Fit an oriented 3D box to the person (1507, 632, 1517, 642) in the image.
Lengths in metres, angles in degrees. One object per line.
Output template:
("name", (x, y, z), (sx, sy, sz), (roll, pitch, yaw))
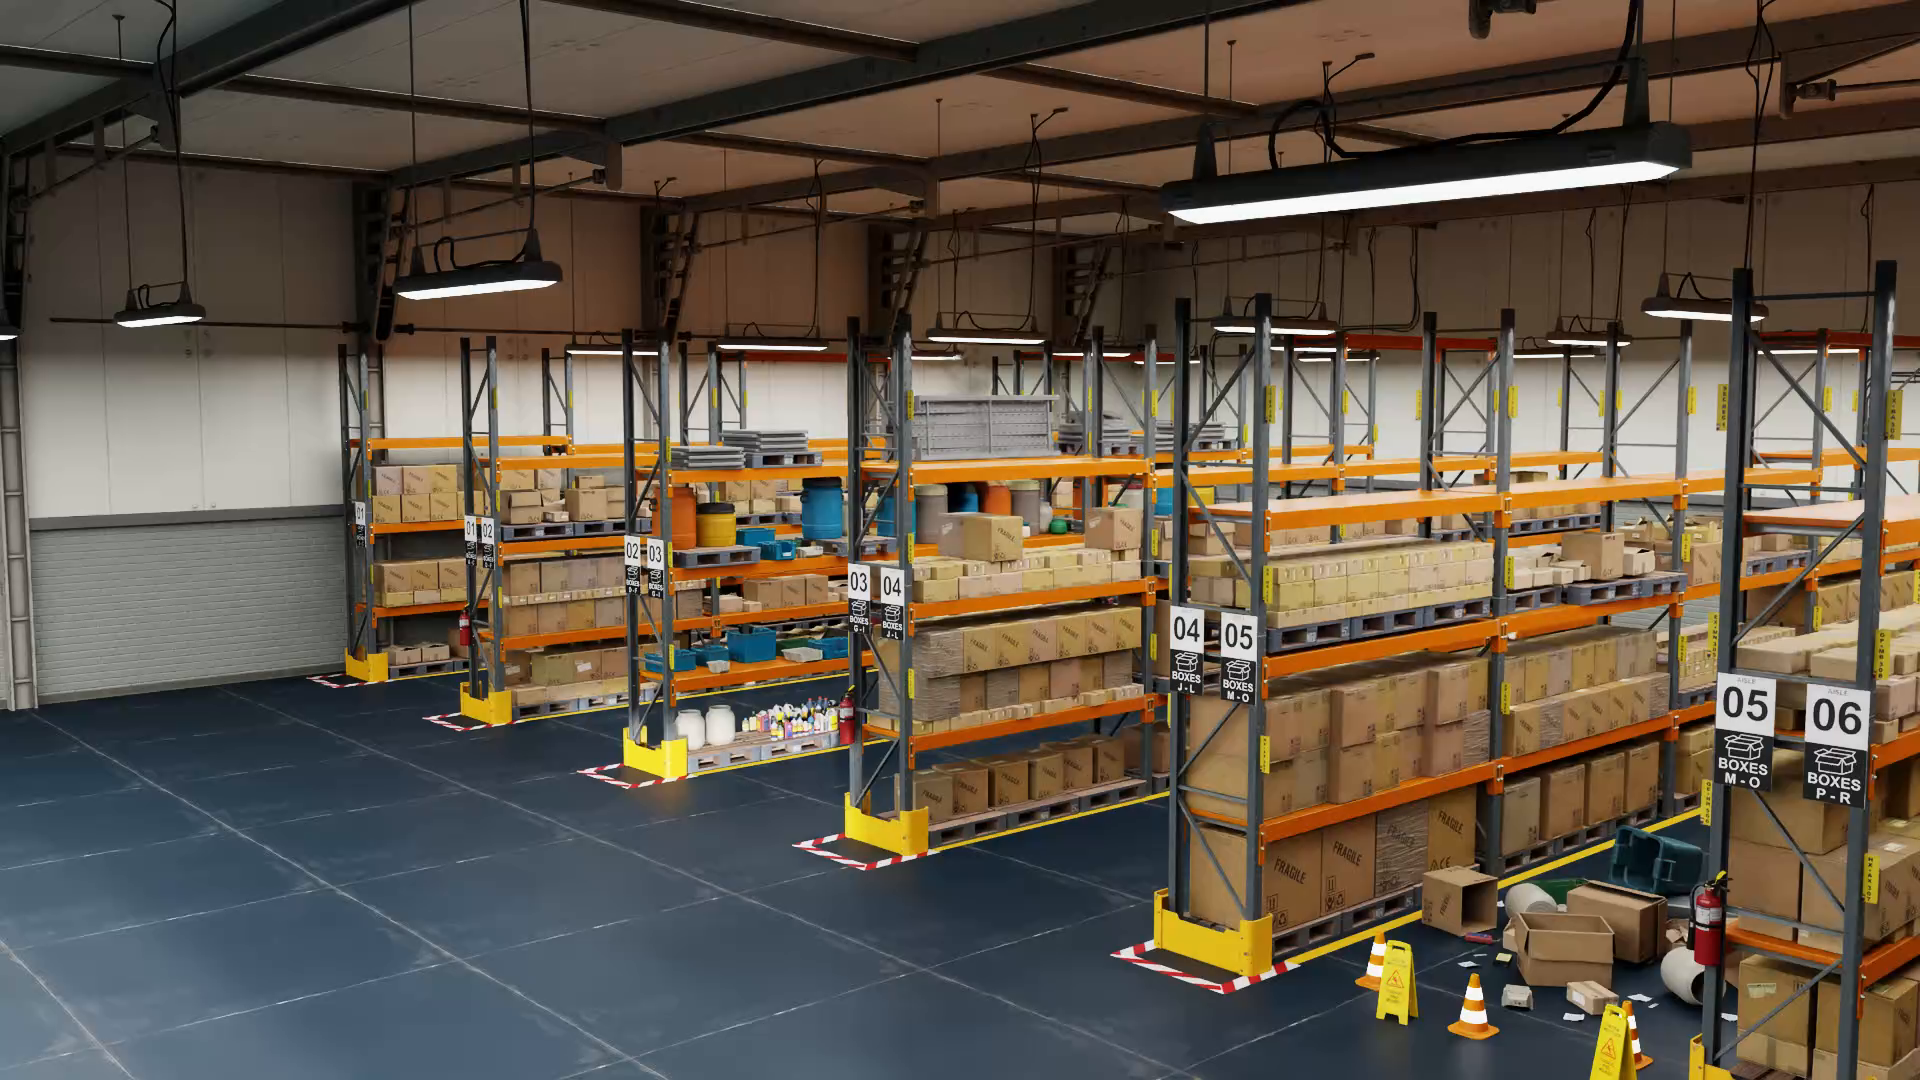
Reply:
("person", (7.793, 2.152, 23.718), (0.708, 1.747, 0.968), (5, 7, 43))
